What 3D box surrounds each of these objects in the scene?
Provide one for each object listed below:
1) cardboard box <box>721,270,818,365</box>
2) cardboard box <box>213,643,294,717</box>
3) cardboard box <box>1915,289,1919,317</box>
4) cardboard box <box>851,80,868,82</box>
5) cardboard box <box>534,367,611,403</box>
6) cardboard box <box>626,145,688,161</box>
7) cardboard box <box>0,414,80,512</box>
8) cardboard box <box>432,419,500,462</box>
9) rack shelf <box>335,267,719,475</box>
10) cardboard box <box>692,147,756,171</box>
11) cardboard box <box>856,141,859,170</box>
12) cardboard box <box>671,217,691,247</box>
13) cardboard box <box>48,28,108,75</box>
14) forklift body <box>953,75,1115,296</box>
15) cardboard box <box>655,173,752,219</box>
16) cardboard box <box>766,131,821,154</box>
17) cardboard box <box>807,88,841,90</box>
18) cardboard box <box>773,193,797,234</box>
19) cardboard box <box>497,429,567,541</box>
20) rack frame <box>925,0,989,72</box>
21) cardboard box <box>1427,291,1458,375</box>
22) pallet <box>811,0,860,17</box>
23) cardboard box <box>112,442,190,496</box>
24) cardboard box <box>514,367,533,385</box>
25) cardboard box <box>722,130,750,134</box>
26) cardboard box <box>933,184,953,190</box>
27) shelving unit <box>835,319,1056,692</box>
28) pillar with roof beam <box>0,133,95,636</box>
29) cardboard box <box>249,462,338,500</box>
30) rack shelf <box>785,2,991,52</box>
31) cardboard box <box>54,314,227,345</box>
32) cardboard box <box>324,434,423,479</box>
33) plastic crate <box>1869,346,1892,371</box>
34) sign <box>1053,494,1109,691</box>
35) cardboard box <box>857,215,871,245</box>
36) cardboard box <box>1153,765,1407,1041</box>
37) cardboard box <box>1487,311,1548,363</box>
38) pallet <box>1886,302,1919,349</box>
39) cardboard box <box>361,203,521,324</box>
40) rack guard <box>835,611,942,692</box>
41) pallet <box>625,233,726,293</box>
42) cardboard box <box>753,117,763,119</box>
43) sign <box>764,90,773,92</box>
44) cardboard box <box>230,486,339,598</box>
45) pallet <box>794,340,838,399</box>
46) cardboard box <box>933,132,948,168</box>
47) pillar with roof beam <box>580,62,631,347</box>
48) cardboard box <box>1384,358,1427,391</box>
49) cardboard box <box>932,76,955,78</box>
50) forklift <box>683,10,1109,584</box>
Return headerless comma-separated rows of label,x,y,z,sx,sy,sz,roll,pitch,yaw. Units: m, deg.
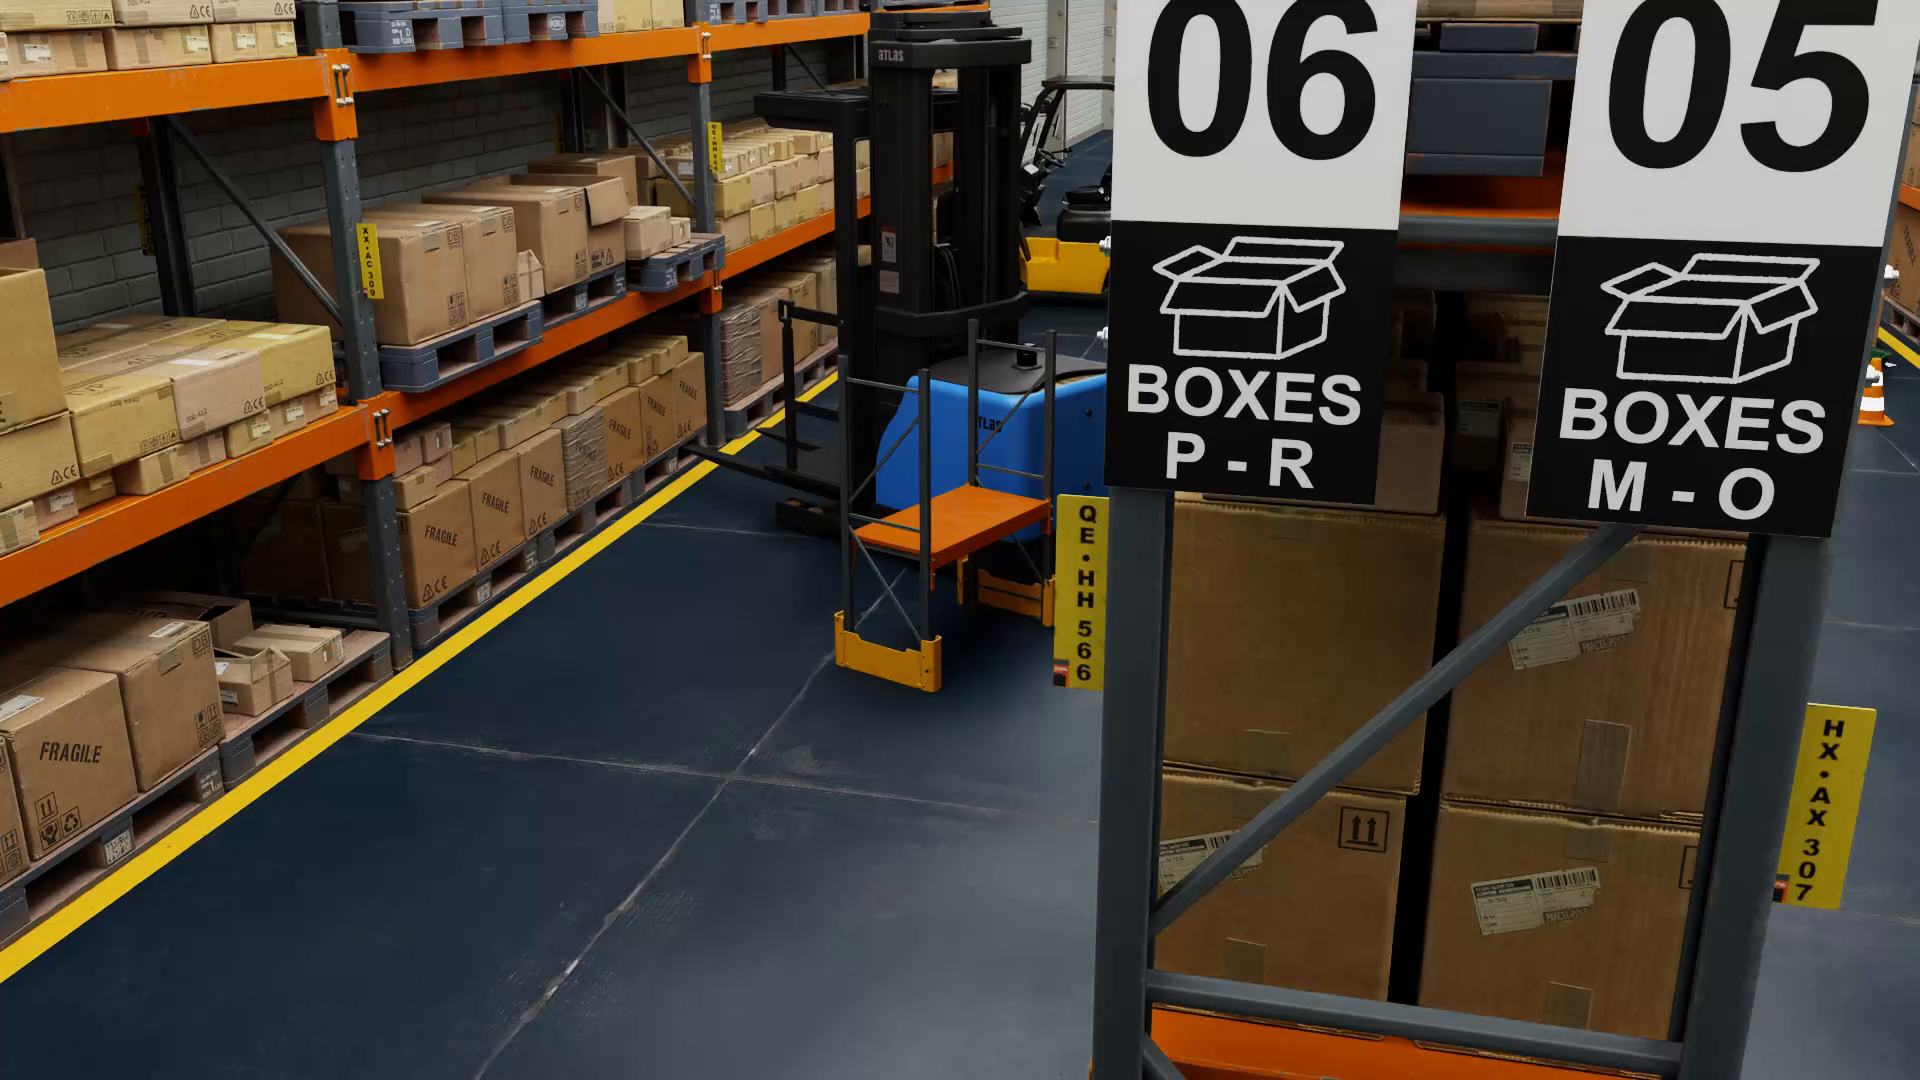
cardboard box,-1.655,-1.790,13.312,0.875,0.625,0.625,4,19,11
cardboard box,-3.052,0.554,7.004,0.396,0.266,0.258,5,20,15
cardboard box,8.918,-2.276,14.347,0.875,0.875,0.875,5,19,14
cardboard box,-0.877,-4.536,16.708,0.380,0.149,0.250,5,19,14
cardboard box,-2.324,-0.928,9.977,0.380,0.149,0.250,4,19,13
cardboard box,-2.175,-2.744,11.921,0.380,0.149,0.250,5,19,13
cardboard box,-3.371,-0.267,5.600,0.500,0.250,0.500,4,19,12
cardboard box,-2.670,-0.526,8.801,0.380,0.149,0.250,4,19,12
rack shelf,-2.625,-1.137,9.489,1.077,0.370,4.000,5,19,13
cardboard box,-1.671,-2.702,11.798,0.380,0.149,0.250,5,20,15
cardboard box,-1.150,-3.188,13.838,0.500,0.250,0.500,4,19,12
cardboard box,-1.925,-1.948,10.489,0.380,0.149,0.250,5,19,14
cardboard box,-3.210,-1.697,5.763,0.380,0.149,0.250,5,20,15
forklift body,1.124,-3.472,16.524,2.313,2.155,1.214,5,19,13
cardboard box,-1.767,-2.388,11.496,0.500,0.250,0.500,5,19,13
cardboard box,-1.301,-3.096,12.952,0.380,0.149,0.250,4,19,12
cardboard box,-1.221,-4.136,15.539,0.380,0.149,0.250,4,19,13
cardboard box,-1.544,-2.472,12.517,0.500,0.250,0.500,4,19,12
cardboard box,-2.531,-0.324,9.213,0.500,0.500,0.500,4,19,12
rack frame,-0.182,-4.612,18.549,1.000,3.000,0.127,5,19,13
cardboard box,1.606,-0.492,4.785,0.500,0.500,0.500,5,19,14
pallet,-1.362,-4.410,13.612,0.805,0.209,1.217,4,19,11
cardboard box,-3.155,-0.283,6.263,0.380,0.149,0.250,4,19,13
cardboard box,-2.813,-0.959,10.069,0.380,0.149,0.250,4,19,12
cardboard box,-1.871,-3.145,13.096,0.380,0.149,0.250,5,19,14
cardboard box,-0.111,-3.653,17.799,0.500,0.250,0.500,5,19,14
shelving unit,-0.049,-0.204,7.964,0.587,1.500,1.083,13,23,33
pillar with roof beam,0.017,-3.202,5.142,9.100,9.000,0.400,5,19,13
cardboard box,-3.304,-0.311,8.173,0.380,0.149,0.250,4,19,11
rack shelf,-0.671,-5.064,16.345,1.077,0.370,4.000,5,19,13
cardboard box,-3.497,-0.786,7.121,0.500,0.250,0.500,4,19,13
cardboard box,-2.827,-0.410,8.002,0.380,0.149,0.250,4,19,12
plastic crate,7.252,-1.462,13.590,0.450,0.188,0.662,29,33,36
sign,0.200,0.087,2.635,0.100,0.325,0.005,5,19,13
cardboard box,-0.737,-2.856,15.465,0.500,0.250,0.500,4,19,13
cardboard box,0.584,0.575,3.210,0.500,0.500,0.500,5,19,14
cardboard box,1.295,-0.367,3.416,0.380,0.149,0.250,4,19,12
pallet,9.037,-1.904,14.936,1.003,0.211,1.213,5,19,13
cardboard box,-2.652,-1.393,8.320,0.700,0.500,0.500,5,19,14
rack guard,-0.340,0.518,7.784,0.587,0.250,0.087,13,23,33
pallet,-2.234,-1.795,10.600,1.213,0.211,1.003,5,19,13
cardboard box,-1.570,-3.539,14.250,0.380,0.149,0.250,4,19,12
sign,-1.698,-3.849,14.852,0.100,0.325,0.005,5,19,13
cardboard box,-3.281,-0.044,8.392,0.500,0.500,0.500,5,19,13
pallet,-1.597,-1.421,13.521,1.003,0.211,1.213,5,19,13
cardboard box,-0.420,-4.003,16.612,0.500,0.500,0.500,5,19,14
pillar with roof beam,1.482,-5.083,10.647,9.100,9.000,0.400,5,19,13
cardboard box,0.655,-0.243,3.054,0.380,0.149,0.250,5,19,14
cardboard box,-0.266,-4.742,17.311,0.380,0.149,0.250,5,19,14
forklift,-0.458,-1.524,9.615,3.031,2.935,1.130,17,25,40
